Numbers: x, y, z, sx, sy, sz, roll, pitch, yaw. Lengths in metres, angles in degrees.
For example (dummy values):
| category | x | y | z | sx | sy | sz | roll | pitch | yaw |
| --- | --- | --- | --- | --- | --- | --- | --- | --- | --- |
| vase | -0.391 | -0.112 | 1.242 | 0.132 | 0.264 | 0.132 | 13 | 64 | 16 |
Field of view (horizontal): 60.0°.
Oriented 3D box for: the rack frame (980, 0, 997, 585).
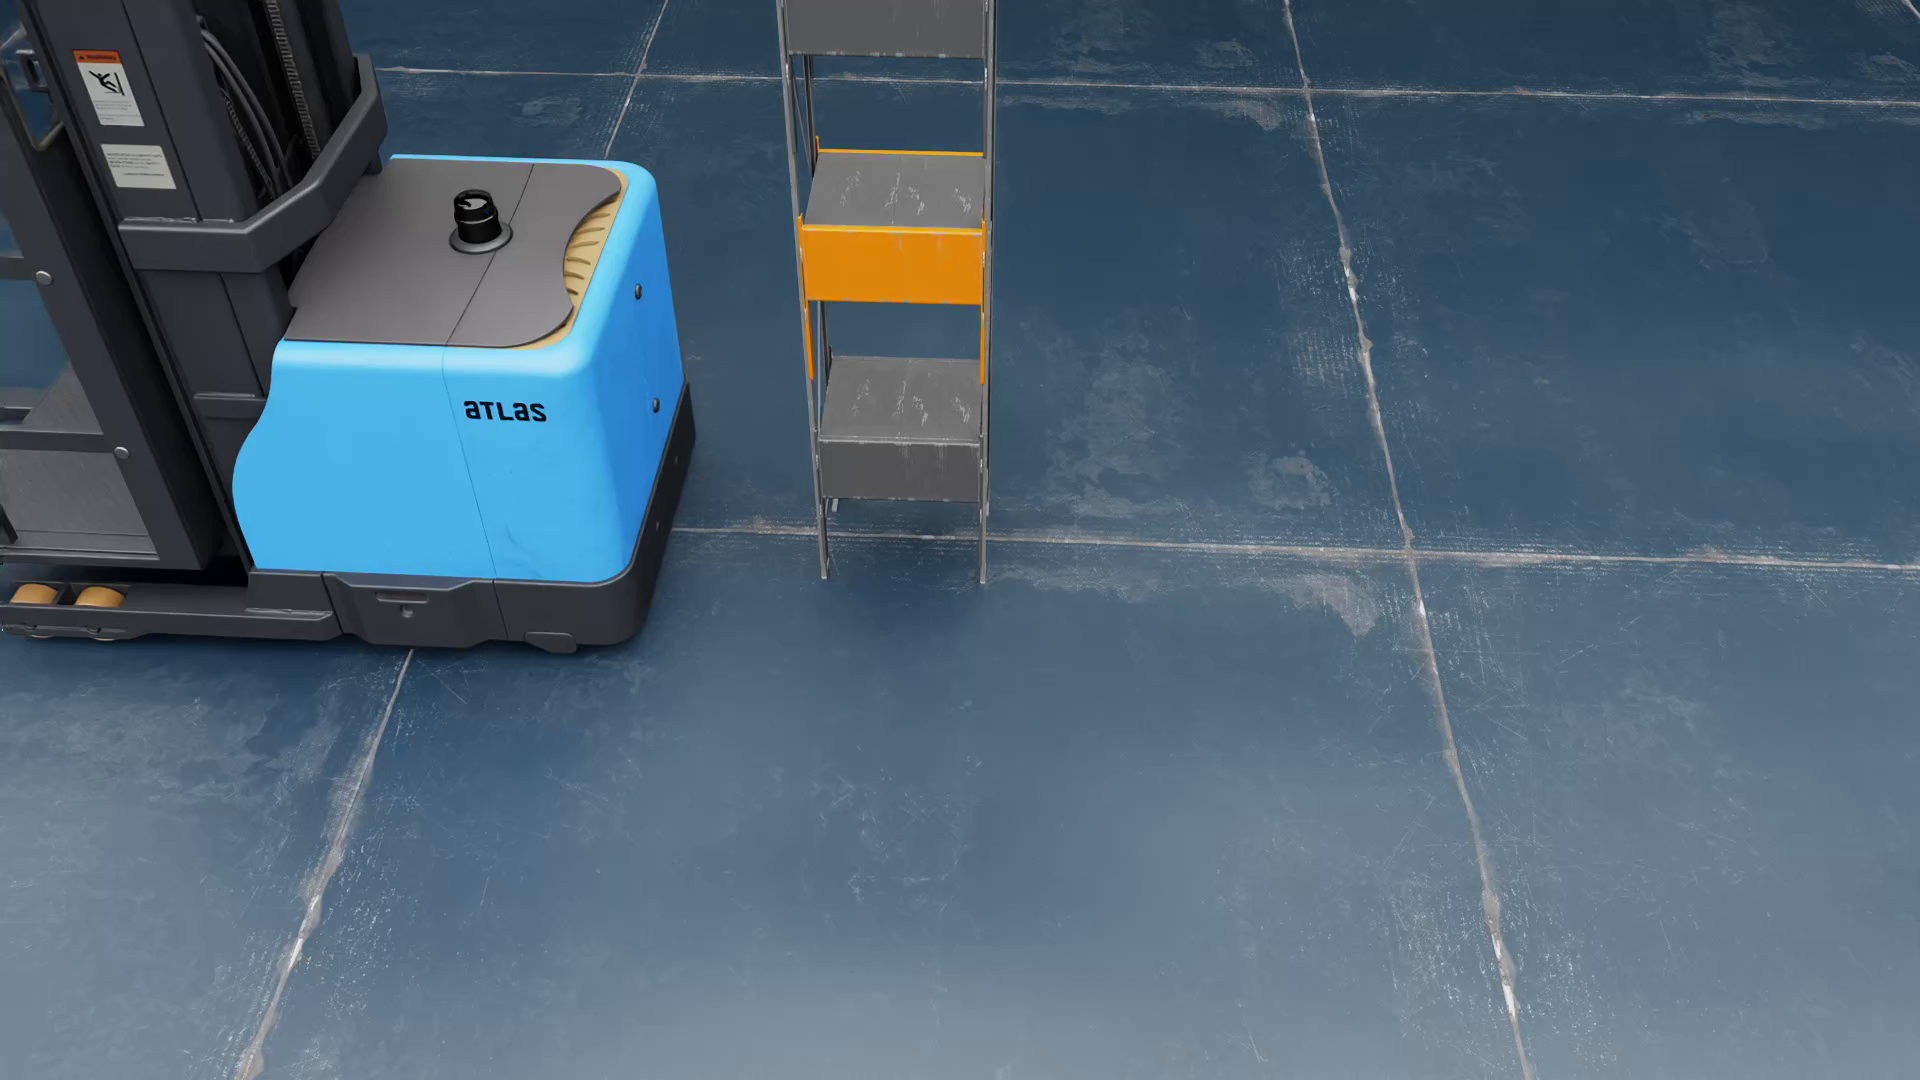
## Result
| category | x | y | z | sx | sy | sz | roll | pitch | yaw |
| --- | --- | --- | --- | --- | --- | --- | --- | --- | --- |
| rack frame | 0.078 | -0.766 | 4.532 | 0.015 | 2.100 | 0.400 | 2 | 43 | 2 |

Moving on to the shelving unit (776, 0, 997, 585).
| category | x | y | z | sx | sy | sz | roll | pitch | yaw |
| --- | --- | --- | --- | --- | --- | --- | --- | --- | --- |
| shelving unit | -0.165 | -0.773 | 4.540 | 0.503 | 2.100 | 0.431 | 2 | 43 | 2 |

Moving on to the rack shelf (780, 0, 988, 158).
| category | x | y | z | sx | sy | sz | roll | pitch | yaw |
| --- | --- | --- | --- | --- | --- | --- | --- | --- | --- |
| rack shelf | -0.165 | -1.276 | 4.072 | 0.480 | 0.518 | 0.431 | 2 | 43 | 2 |

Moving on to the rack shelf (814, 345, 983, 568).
| category | x | y | z | sx | sy | sz | roll | pitch | yaw |
| --- | --- | --- | --- | --- | --- | --- | --- | --- | --- |
| rack shelf | -0.165 | -0.251 | 5.026 | 0.480 | 0.518 | 0.431 | 2 | 43 | 2 |

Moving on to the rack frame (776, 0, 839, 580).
| category | x | y | z | sx | sy | sz | roll | pitch | yaw |
| --- | --- | --- | --- | --- | --- | --- | --- | --- | --- |
| rack frame | -0.409 | -0.781 | 4.548 | 0.015 | 2.100 | 0.400 | 2 | 43 | 2 |

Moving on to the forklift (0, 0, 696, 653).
| category | x | y | z | sx | sy | sz | roll | pitch | yaw |
| --- | --- | --- | --- | --- | --- | --- | --- | --- | --- |
| forklift | -2.412 | -1.131 | 4.314 | 3.031 | 2.935 | 1.130 | 2 | 43 | 3 |

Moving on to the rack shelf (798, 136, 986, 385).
| category | x | y | z | sx | sy | sz | roll | pitch | yaw |
| --- | --- | --- | --- | --- | --- | --- | --- | --- | --- |
| rack shelf | -0.165 | -0.763 | 4.549 | 0.480 | 0.518 | 0.431 | 2 | 43 | 2 |
